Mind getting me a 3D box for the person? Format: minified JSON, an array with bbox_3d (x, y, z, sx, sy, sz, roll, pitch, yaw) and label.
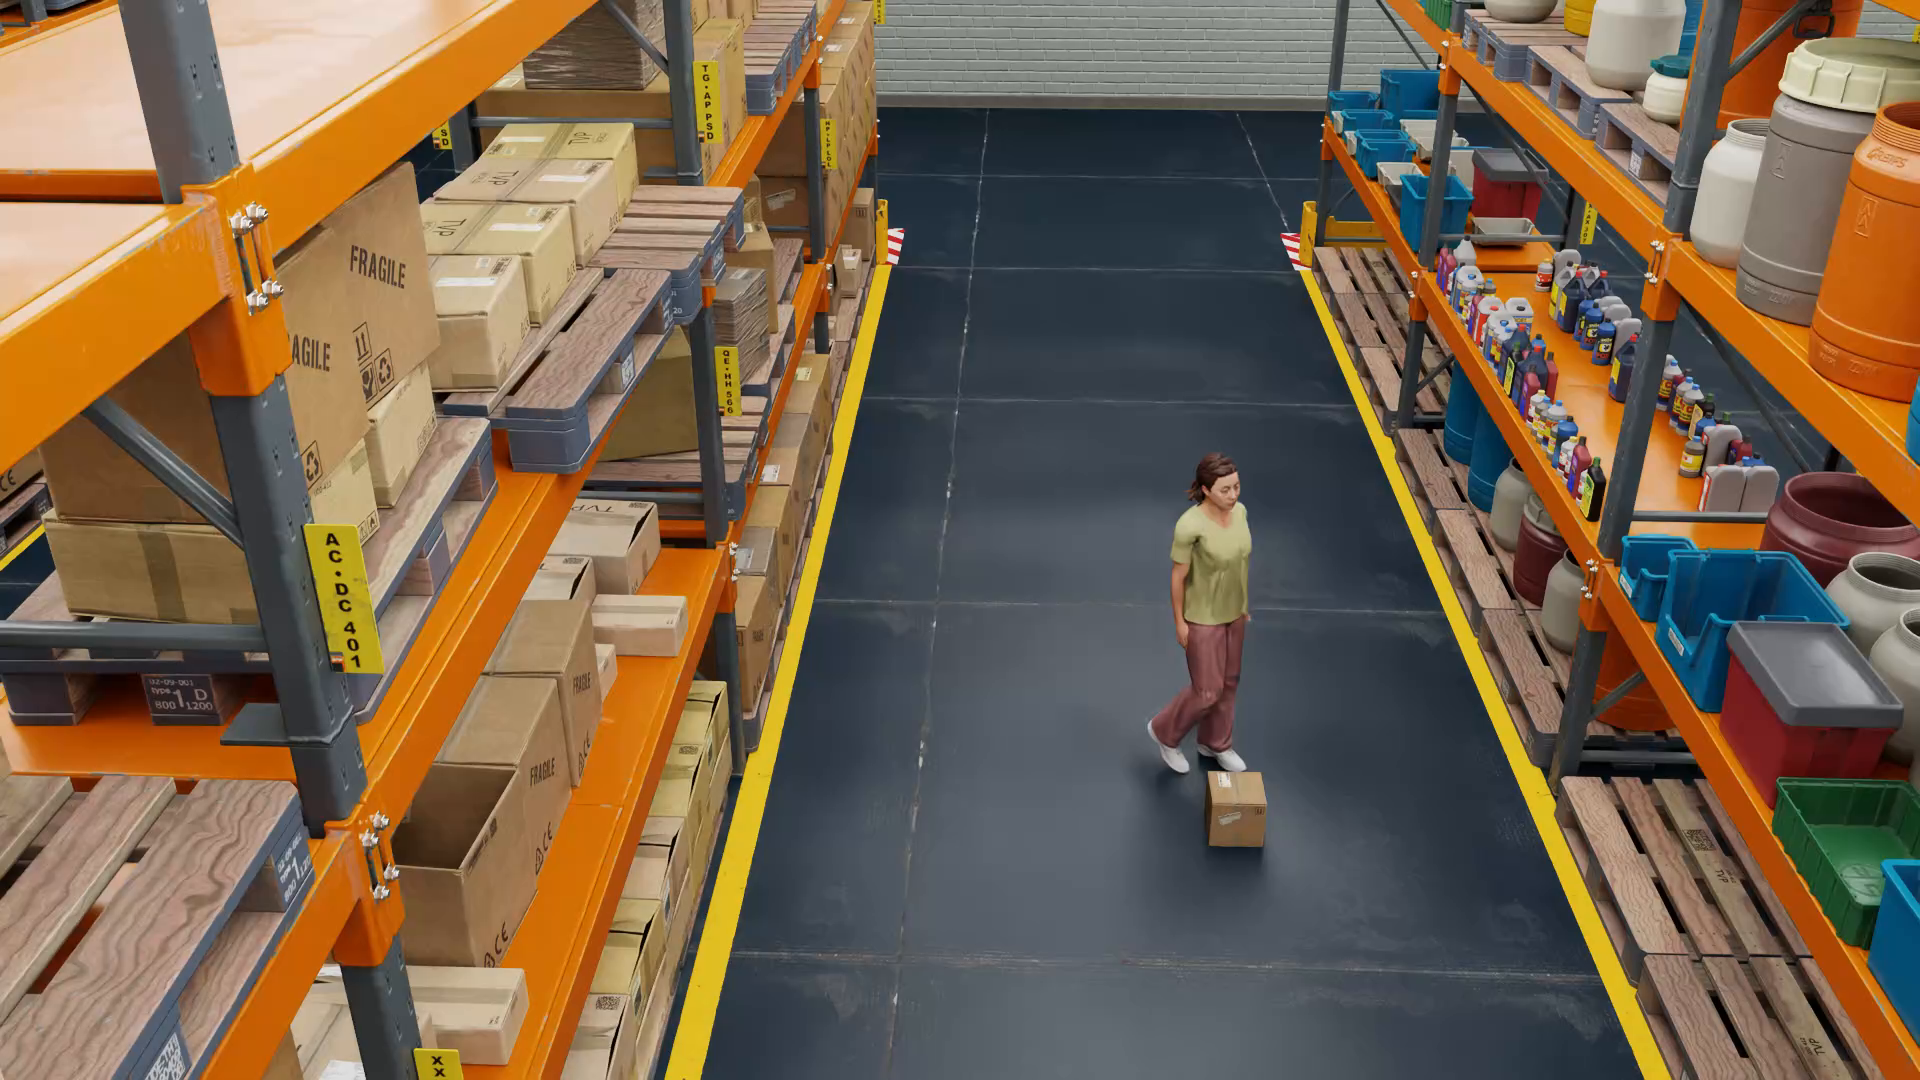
[{"bbox_3d":[1.226,0.368,7.922,0.460,1.687,0.422,-19,33,-31],"label":"person"}]
